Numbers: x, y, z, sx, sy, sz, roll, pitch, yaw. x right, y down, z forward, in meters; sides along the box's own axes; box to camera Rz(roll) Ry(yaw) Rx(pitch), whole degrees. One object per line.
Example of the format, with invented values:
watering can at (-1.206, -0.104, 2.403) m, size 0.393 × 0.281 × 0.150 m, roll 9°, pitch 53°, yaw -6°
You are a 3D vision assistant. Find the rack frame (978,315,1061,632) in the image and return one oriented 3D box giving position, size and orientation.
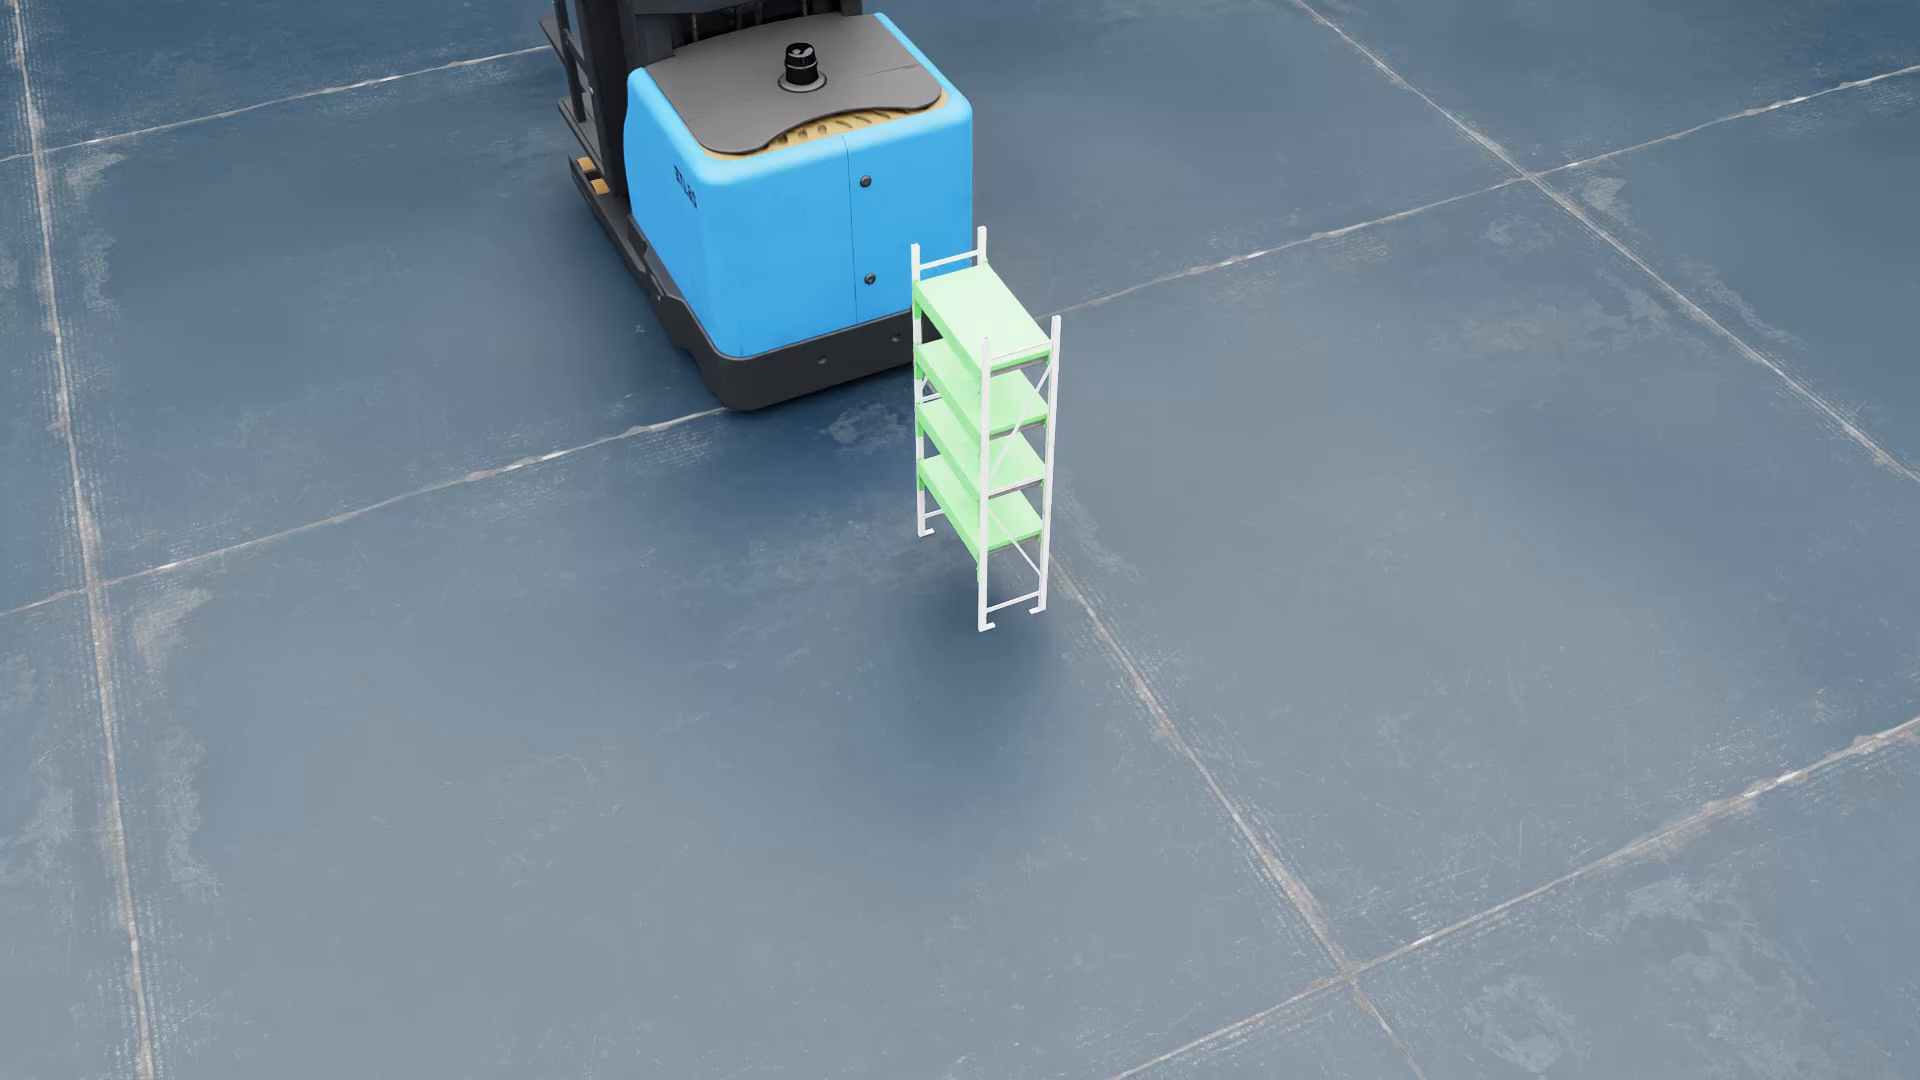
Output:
rack frame at (0.172, -0.166, 5.064) m, size 0.240 × 1.200 × 0.015 m, roll -18°, pitch 47°, yaw -17°

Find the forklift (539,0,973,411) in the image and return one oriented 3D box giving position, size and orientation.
forklift at (-1.046, -2.558, 6.256) m, size 1.130 × 2.935 × 3.031 m, roll -19°, pitch 48°, yaw -18°

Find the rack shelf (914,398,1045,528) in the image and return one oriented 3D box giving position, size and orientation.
rack shelf at (0.070, -0.276, 5.267) m, size 0.258 × 0.148 × 0.480 m, roll -18°, pitch 47°, yaw -17°

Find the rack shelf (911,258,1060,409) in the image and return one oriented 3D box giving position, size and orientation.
rack shelf at (0.070, -0.618, 4.929) m, size 0.258 × 0.148 × 0.480 m, roll -18°, pitch 47°, yaw -17°

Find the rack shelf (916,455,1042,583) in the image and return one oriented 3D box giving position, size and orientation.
rack shelf at (0.070, -0.105, 5.435) m, size 0.258 × 0.148 × 0.480 m, roll -18°, pitch 47°, yaw -17°

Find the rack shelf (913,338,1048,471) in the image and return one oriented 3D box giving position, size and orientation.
rack shelf at (0.070, -0.447, 5.098) m, size 0.258 × 0.148 × 0.480 m, roll -18°, pitch 47°, yaw -17°

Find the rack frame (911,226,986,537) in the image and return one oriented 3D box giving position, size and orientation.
rack frame at (-0.033, -0.477, 5.379) m, size 0.240 × 1.200 × 0.015 m, roll -18°, pitch 47°, yaw -17°

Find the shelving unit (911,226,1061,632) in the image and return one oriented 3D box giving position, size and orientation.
shelving unit at (0.070, -0.322, 5.222) m, size 0.258 × 1.200 × 0.503 m, roll -18°, pitch 47°, yaw -17°
